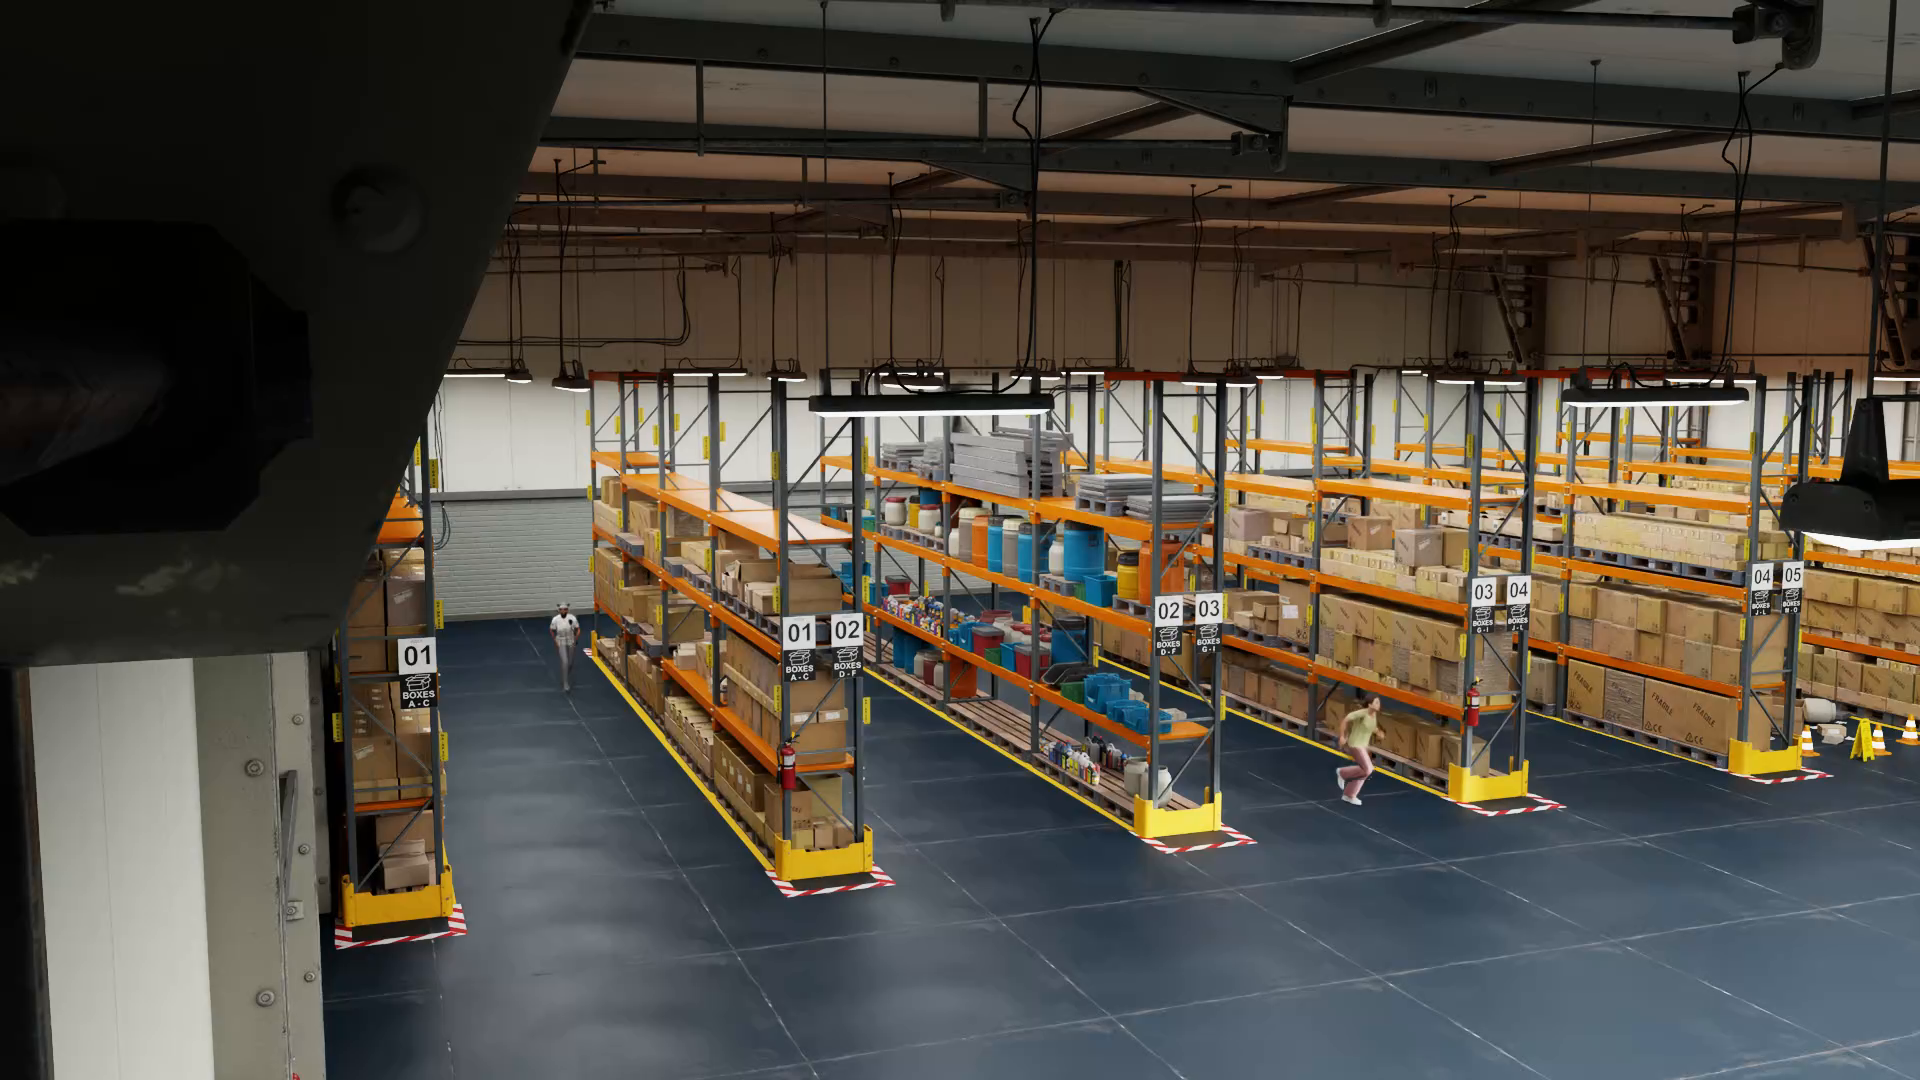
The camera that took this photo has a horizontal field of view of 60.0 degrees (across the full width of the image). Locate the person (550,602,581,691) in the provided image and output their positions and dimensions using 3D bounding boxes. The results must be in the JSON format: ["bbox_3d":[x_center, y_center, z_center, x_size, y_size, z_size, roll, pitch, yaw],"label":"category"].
[{"bbox_3d":[-7.498,1.988,31.595,0.576,1.710,0.730,-2,7,-19],"label":"person"}]

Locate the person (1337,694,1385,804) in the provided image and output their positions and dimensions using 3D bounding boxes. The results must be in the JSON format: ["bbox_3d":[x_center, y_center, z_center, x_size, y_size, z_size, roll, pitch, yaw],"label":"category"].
[{"bbox_3d":[5.660,2.937,23.476,0.675,1.597,0.571,5,8,38],"label":"person"}]

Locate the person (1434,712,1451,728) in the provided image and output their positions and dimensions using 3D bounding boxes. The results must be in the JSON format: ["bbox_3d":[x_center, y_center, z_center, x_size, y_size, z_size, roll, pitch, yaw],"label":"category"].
[{"bbox_3d":[8.356,2.432,28.008,0.649,1.585,0.898,-4,7,-31],"label":"person"}]
